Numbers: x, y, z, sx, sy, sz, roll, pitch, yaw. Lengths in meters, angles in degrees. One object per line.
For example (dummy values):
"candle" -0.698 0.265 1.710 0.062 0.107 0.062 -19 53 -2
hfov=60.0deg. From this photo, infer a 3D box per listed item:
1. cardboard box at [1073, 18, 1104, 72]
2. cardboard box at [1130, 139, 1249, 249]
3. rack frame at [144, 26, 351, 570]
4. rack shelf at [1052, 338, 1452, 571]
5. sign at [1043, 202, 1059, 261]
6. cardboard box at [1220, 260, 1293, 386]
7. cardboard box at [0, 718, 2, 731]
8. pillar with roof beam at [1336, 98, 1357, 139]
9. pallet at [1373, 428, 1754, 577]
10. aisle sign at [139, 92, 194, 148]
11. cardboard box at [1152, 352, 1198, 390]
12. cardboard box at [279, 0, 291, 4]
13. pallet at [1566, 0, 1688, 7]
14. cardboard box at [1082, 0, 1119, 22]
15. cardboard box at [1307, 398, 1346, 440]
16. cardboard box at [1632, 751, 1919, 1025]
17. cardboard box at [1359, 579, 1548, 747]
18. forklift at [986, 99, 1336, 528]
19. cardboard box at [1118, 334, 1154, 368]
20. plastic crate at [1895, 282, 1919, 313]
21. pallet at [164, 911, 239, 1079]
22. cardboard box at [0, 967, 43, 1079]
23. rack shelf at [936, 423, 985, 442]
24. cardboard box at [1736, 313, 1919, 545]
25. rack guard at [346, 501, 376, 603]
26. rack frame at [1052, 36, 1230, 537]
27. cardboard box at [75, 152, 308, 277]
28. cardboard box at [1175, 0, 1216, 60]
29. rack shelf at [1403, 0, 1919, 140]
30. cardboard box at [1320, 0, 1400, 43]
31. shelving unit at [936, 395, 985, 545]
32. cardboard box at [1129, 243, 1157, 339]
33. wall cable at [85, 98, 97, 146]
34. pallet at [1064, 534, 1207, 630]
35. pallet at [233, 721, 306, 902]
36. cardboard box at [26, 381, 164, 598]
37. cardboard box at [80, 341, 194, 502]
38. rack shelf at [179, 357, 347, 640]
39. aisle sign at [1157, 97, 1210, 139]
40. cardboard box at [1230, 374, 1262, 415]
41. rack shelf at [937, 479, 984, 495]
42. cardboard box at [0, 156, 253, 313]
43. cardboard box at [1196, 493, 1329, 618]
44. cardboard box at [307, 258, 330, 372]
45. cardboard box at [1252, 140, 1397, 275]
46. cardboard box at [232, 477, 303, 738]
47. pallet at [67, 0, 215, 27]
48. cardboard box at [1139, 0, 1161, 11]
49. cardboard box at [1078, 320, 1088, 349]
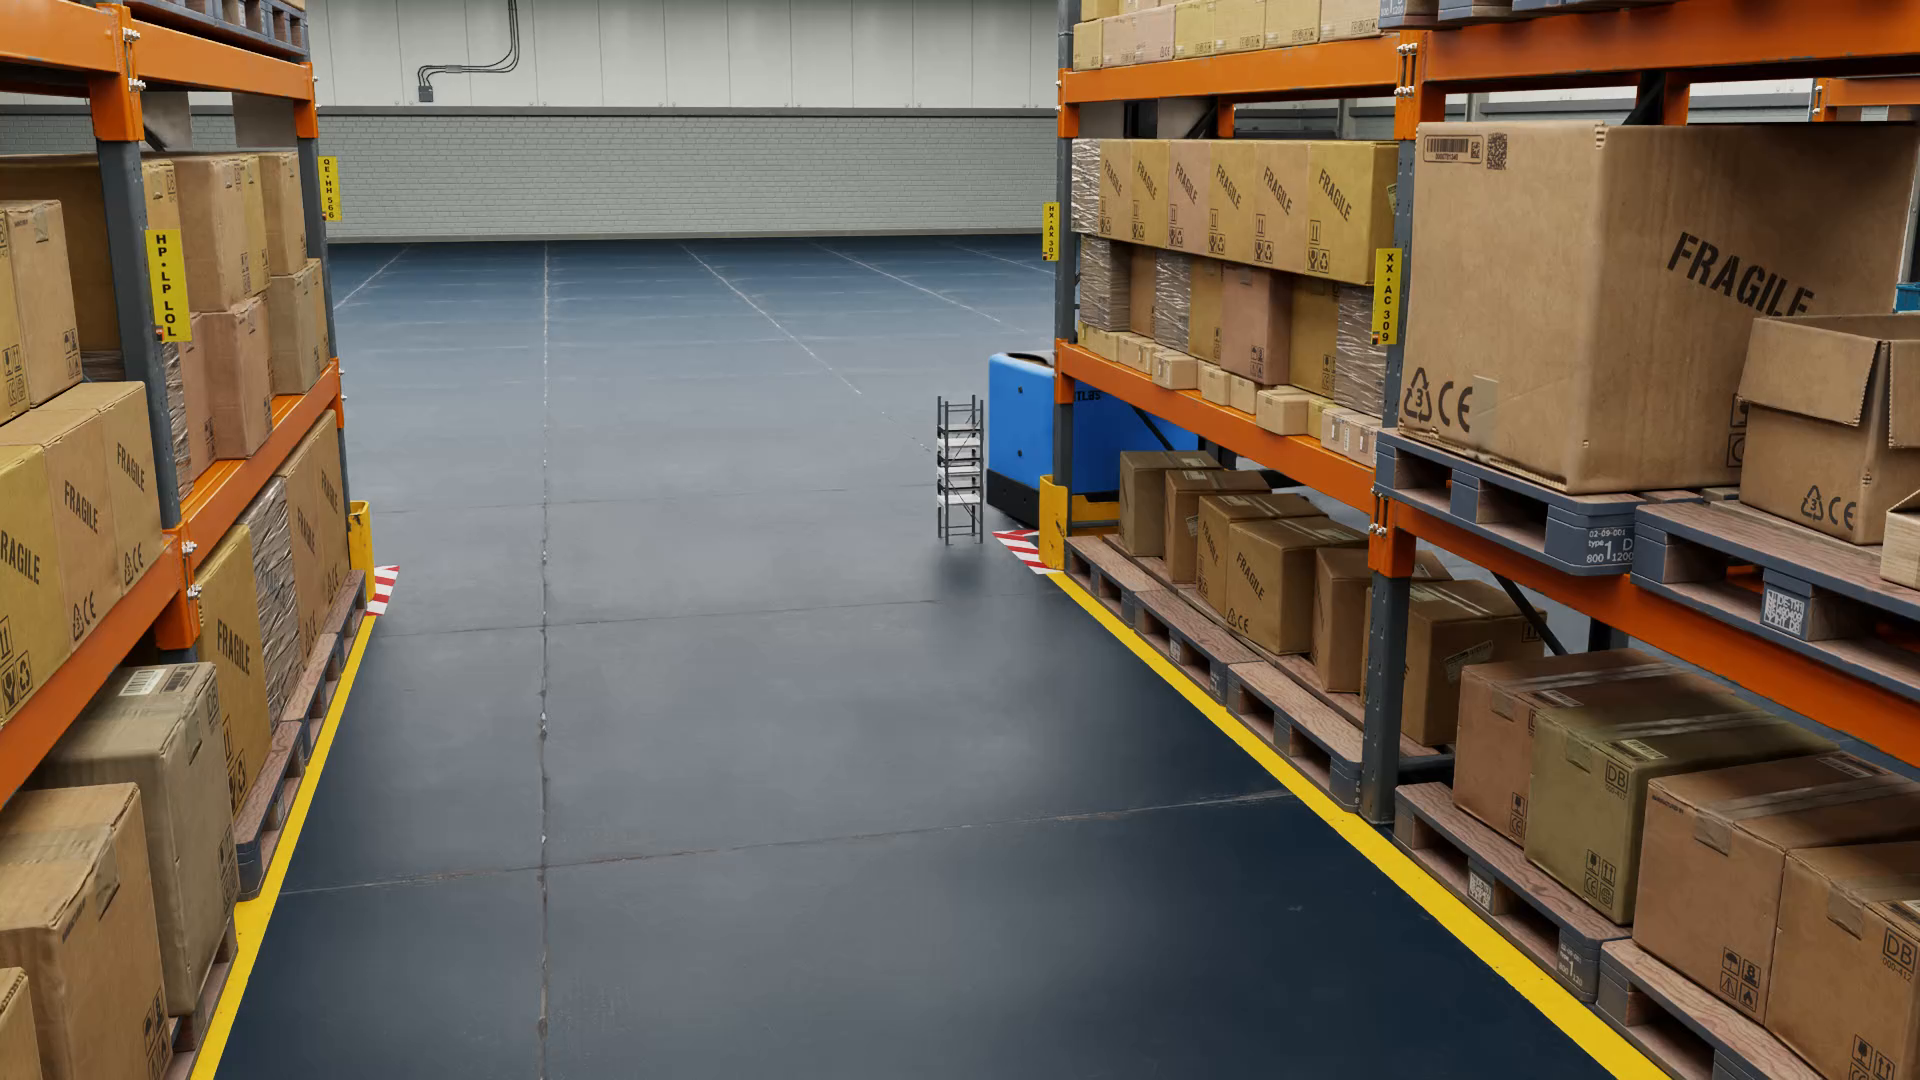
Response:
"cardboard box" 0.911 -2.625 8.847 0.500 0.250 0.500 -3 14 -12
"cardboard box" 1.143 -1.672 8.006 0.500 0.500 0.500 -3 14 -13
"rack frame" -3.796 -1.113 8.662 1.000 3.000 0.127 -3 14 -13
"rack shelf" 1.519 -0.555 7.895 1.077 0.370 4.000 -3 14 -13
"sign" 0.521 -1.756 9.472 0.100 0.325 0.005 -3 14 -13
"cardboard box" 1.644 -0.971 7.243 0.875 0.500 0.500 -3 14 -13
"cardboard box" -2.115 0.217 3.009 0.500 0.500 0.500 -3 14 -14
"pillar with roof beam" 5.268 -11.676 39.259 9.100 9.000 0.400 -3 14 -13
"pallet" 2.026 -0.166 5.189 1.003 0.211 1.213 -3 14 -13
"aisle sign" -4.104 -2.375 8.352 0.394 0.787 0.004 -3 14 -13
"cardboard box" 1.142 -0.814 7.966 0.380 0.149 0.250 -3 14 -13
"cardboard box" -3.269 -2.525 7.557 0.380 0.149 0.250 -3 14 -12
"pallet" 2.276 -1.422 4.002 1.213 0.211 1.003 -3 14 -13
"cardboard box" 0.856 -2.803 8.733 0.380 0.149 0.250 -3 14 -12
"cardboard box" 1.602 -0.474 6.575 0.380 0.149 0.250 -3 14 -13
"cardboard box" 2.337 0.940 4.598 0.700 0.500 0.500 -5 14 -18
"cardboard box" 1.933 0.472 6.555 0.500 0.500 0.500 -4 14 -15
"forklift" 1.741 -1.645 10.986 3.031 2.935 1.130 -6 15 -23
"cardboard box" 1.047 -0.991 8.694 0.380 0.149 0.250 -3 14 -13
"plastic crate" 6.272 -1.471 10.442 0.499 0.251 0.616 -3 14 -13
"pallet" -2.602 1.338 4.505 1.003 0.211 1.213 -3 14 -13
"cardboard box" -2.181 1.274 2.746 1.050 0.750 0.750 -3 14 -12
"rack shelf" 0.002 -0.665 10.256 0.258 0.077 0.200 -3 14 -13
"cardboard box" 2.485 -0.303 4.244 0.797 0.503 0.637 -2 14 -7
"rack guard" -3.802 0.096 8.982 1.175 0.500 0.348 -3 14 -13
"rack frame" 1.049 -1.366 9.699 1.000 3.000 0.127 -3 14 -13
"cardboard box" -3.528 -1.501 7.659 0.875 0.550 0.550 -3 14 -13
"cardboard box" 1.278 -2.272 7.402 0.500 0.250 0.500 -3 14 -12
"rack shelf" 2.458 -1.090 3.762 1.077 0.370 4.000 -3 14 -13
"cardboard box" 1.627 -1.918 5.954 0.500 0.250 0.500 -3 14 -11
"shelving unit" 0.002 -0.435 10.313 0.258 0.900 0.210 -3 14 -13
"cardboard box" 1.385 -1.322 8.681 0.875 0.500 0.500 -3 14 -13
"wall cable" -20.573 -9.405 36.506 3.097 2.526 0.112 -3 14 -13
"pallet" 1.223 0.195 9.183 1.003 0.211 1.213 -3 14 -13
"pallet" -2.959 0.985 5.952 1.003 0.211 1.213 -3 14 -13
"cardboard box" -2.474 -0.133 4.442 0.500 0.500 0.500 -3 14 -14
"cardboard box" -2.955 -0.348 5.213 0.875 0.550 0.550 -3 14 -13
"rack shelf" -3.326 -0.302 6.859 1.077 0.370 4.000 -3 14 -13
"aisle sign" 1.326 -2.660 9.517 0.394 0.787 0.004 -3 14 -13
"cardboard box" 1.407 -0.646 7.279 0.380 0.149 0.250 -3 14 -13
"rack shelf" 0.002 -0.315 10.342 0.258 0.077 0.200 -3 14 -13
"cardboard box" -3.145 -1.127 6.130 0.875 0.550 0.550 -3 14 -13
"cardboard box" 1.482 0.071 8.200 0.500 0.500 0.500 -2 14 -8
"cardboard box" -3.665 -1.103 8.305 0.875 0.550 0.550 -3 14 -13
"cardboard box" 1.496 -1.326 6.590 0.500 0.500 0.500 -3 14 -13
"cardboard box" -3.152 0.281 6.548 0.875 0.875 0.875 -3 14 -13
"pallet" -3.039 -1.794 5.315 1.003 0.211 1.213 -3 14 -13
"cardboard box" 1.082 -2.628 8.019 0.380 0.149 0.250 -3 14 -13
"cardboard box" 0.884 -1.165 9.405 0.380 0.149 0.250 -3 14 -13
